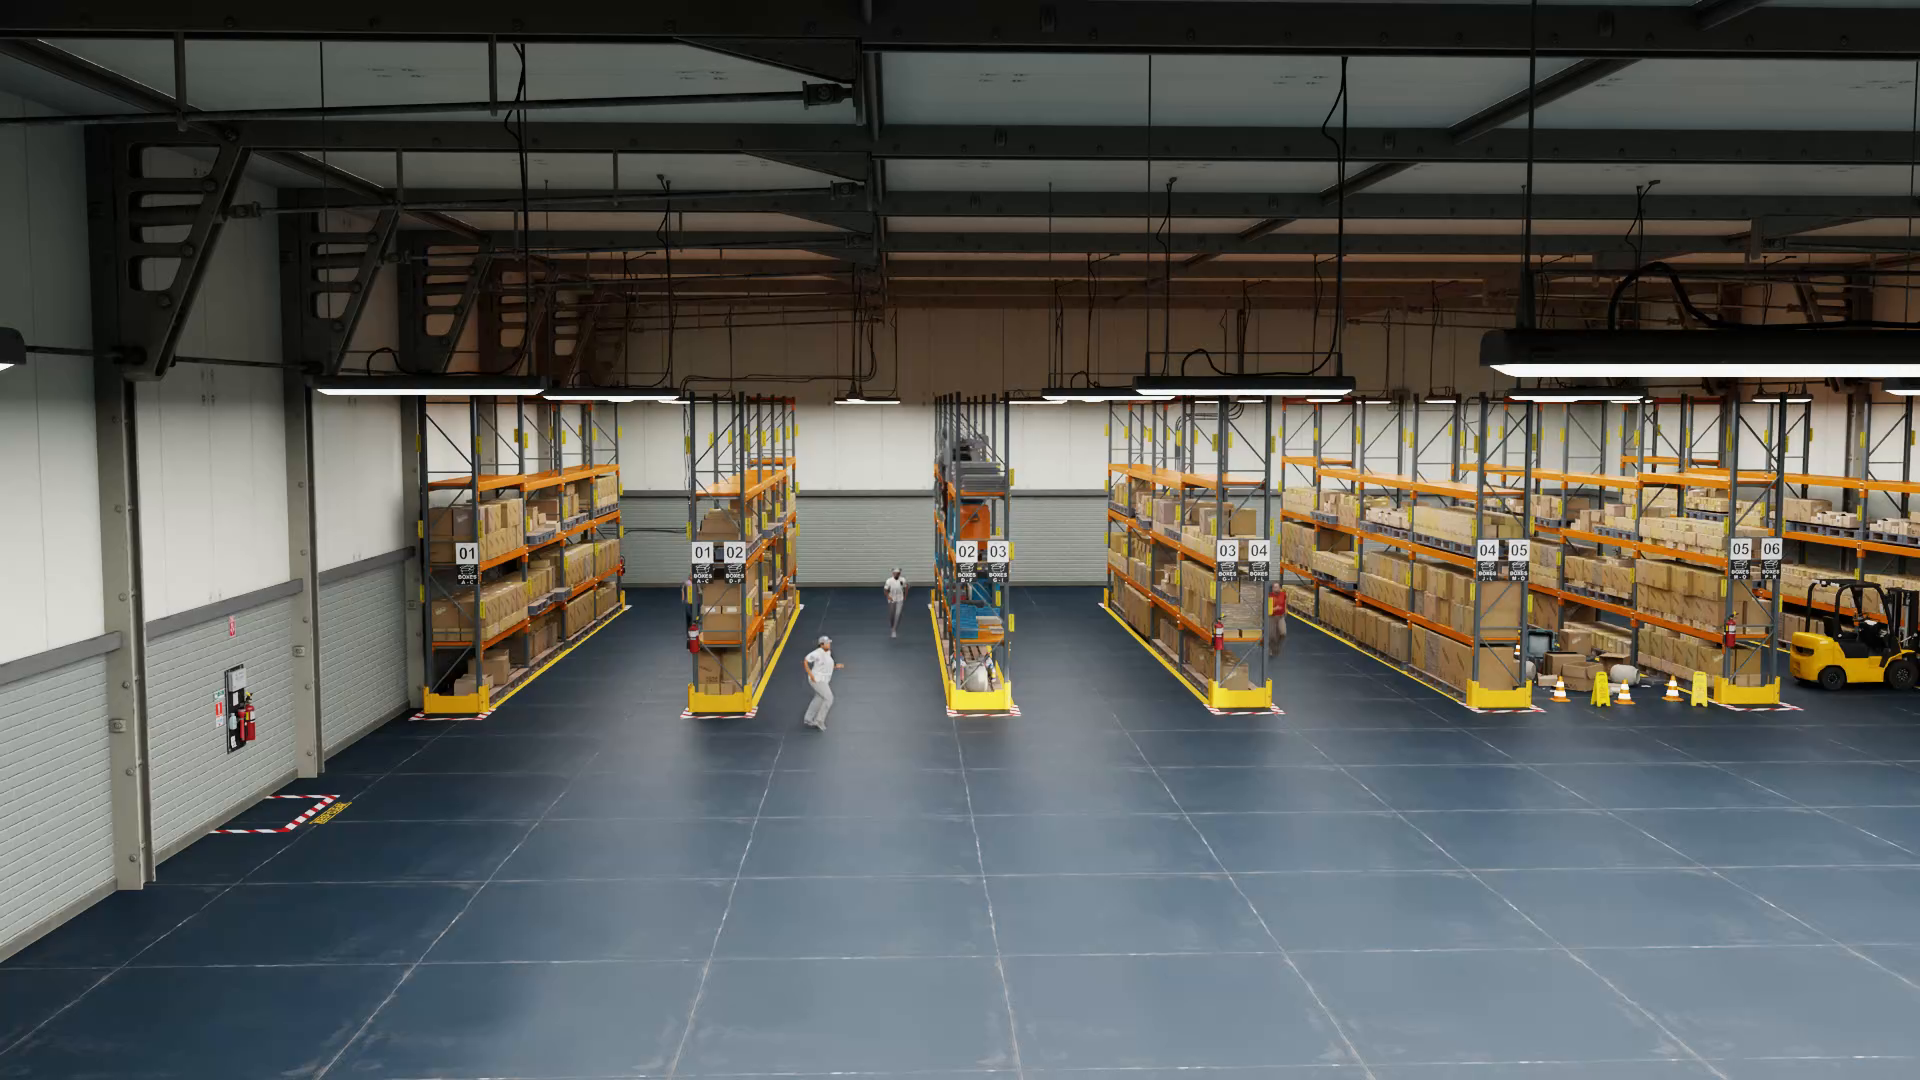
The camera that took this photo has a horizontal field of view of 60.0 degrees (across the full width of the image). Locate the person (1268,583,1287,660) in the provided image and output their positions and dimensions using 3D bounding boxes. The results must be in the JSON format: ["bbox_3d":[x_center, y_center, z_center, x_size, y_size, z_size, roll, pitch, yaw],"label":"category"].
[{"bbox_3d":[7.177,1.864,37.866,0.678,1.817,0.808,-1,5,-12],"label":"person"}]

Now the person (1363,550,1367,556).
[{"bbox_3d":[11.499,1.114,47.298,0.657,1.663,0.606,-1,5,-18],"label":"person"}]

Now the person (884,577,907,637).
[{"bbox_3d":[-1.531,1.579,39.757,0.559,1.437,0.804,0,5,-5],"label":"person"}]

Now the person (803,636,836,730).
[{"bbox_3d":[-2.526,2.550,29.577,0.596,1.704,0.563,2,5,19],"label":"person"}]

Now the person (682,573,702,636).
[{"bbox_3d":[-6.683,1.604,41.447,0.509,1.644,0.728,-1,5,-8],"label":"person"}]
